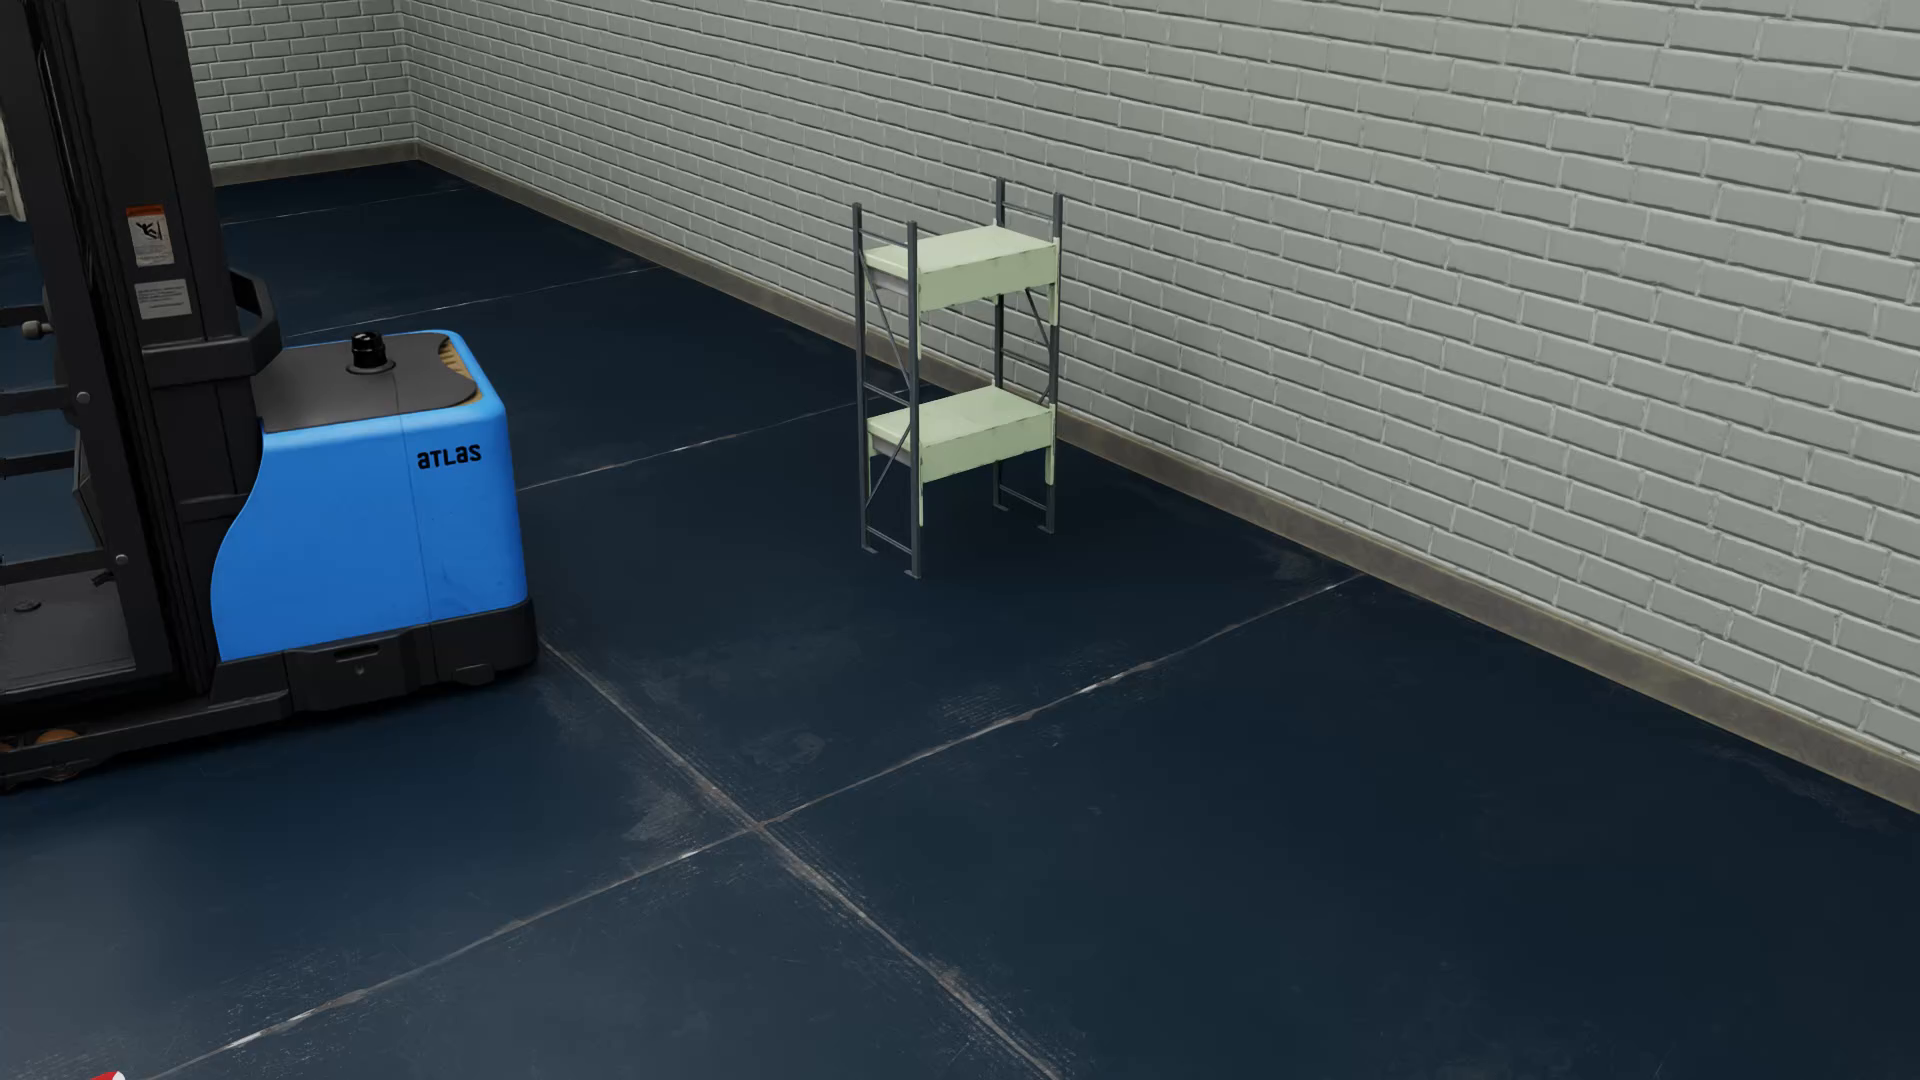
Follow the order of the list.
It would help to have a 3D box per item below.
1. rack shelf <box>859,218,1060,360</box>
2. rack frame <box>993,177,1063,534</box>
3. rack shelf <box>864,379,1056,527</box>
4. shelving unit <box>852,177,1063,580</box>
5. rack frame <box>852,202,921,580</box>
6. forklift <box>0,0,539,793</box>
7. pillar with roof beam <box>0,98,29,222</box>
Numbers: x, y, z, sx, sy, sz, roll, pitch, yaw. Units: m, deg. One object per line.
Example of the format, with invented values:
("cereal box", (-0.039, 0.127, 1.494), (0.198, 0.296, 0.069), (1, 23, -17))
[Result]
("rack shelf", (-0.005, -1.033, 6.766), (0.720, 0.370, 0.431), (-18, 31, -34))
("rack frame", (0.283, -0.774, 7.135), (0.023, 1.500, 0.400), (-18, 31, -34))
("rack shelf", (-0.005, -0.383, 7.068), (0.720, 0.370, 0.431), (-18, 31, -34))
("shelving unit", (-0.005, -0.679, 6.931), (0.755, 1.500, 0.431), (-18, 31, -34))
("rack frame", (-0.293, -0.583, 6.726), (0.023, 1.500, 0.400), (-18, 31, -34))
("forklift", (-3.123, -0.749, 5.382), (3.031, 2.935, 1.130), (-11, 27, -22))
("pillar with roof beam", (-4.270, -5.121, 7.594), (0.400, 9.000, 9.100), (-18, 31, -34))
